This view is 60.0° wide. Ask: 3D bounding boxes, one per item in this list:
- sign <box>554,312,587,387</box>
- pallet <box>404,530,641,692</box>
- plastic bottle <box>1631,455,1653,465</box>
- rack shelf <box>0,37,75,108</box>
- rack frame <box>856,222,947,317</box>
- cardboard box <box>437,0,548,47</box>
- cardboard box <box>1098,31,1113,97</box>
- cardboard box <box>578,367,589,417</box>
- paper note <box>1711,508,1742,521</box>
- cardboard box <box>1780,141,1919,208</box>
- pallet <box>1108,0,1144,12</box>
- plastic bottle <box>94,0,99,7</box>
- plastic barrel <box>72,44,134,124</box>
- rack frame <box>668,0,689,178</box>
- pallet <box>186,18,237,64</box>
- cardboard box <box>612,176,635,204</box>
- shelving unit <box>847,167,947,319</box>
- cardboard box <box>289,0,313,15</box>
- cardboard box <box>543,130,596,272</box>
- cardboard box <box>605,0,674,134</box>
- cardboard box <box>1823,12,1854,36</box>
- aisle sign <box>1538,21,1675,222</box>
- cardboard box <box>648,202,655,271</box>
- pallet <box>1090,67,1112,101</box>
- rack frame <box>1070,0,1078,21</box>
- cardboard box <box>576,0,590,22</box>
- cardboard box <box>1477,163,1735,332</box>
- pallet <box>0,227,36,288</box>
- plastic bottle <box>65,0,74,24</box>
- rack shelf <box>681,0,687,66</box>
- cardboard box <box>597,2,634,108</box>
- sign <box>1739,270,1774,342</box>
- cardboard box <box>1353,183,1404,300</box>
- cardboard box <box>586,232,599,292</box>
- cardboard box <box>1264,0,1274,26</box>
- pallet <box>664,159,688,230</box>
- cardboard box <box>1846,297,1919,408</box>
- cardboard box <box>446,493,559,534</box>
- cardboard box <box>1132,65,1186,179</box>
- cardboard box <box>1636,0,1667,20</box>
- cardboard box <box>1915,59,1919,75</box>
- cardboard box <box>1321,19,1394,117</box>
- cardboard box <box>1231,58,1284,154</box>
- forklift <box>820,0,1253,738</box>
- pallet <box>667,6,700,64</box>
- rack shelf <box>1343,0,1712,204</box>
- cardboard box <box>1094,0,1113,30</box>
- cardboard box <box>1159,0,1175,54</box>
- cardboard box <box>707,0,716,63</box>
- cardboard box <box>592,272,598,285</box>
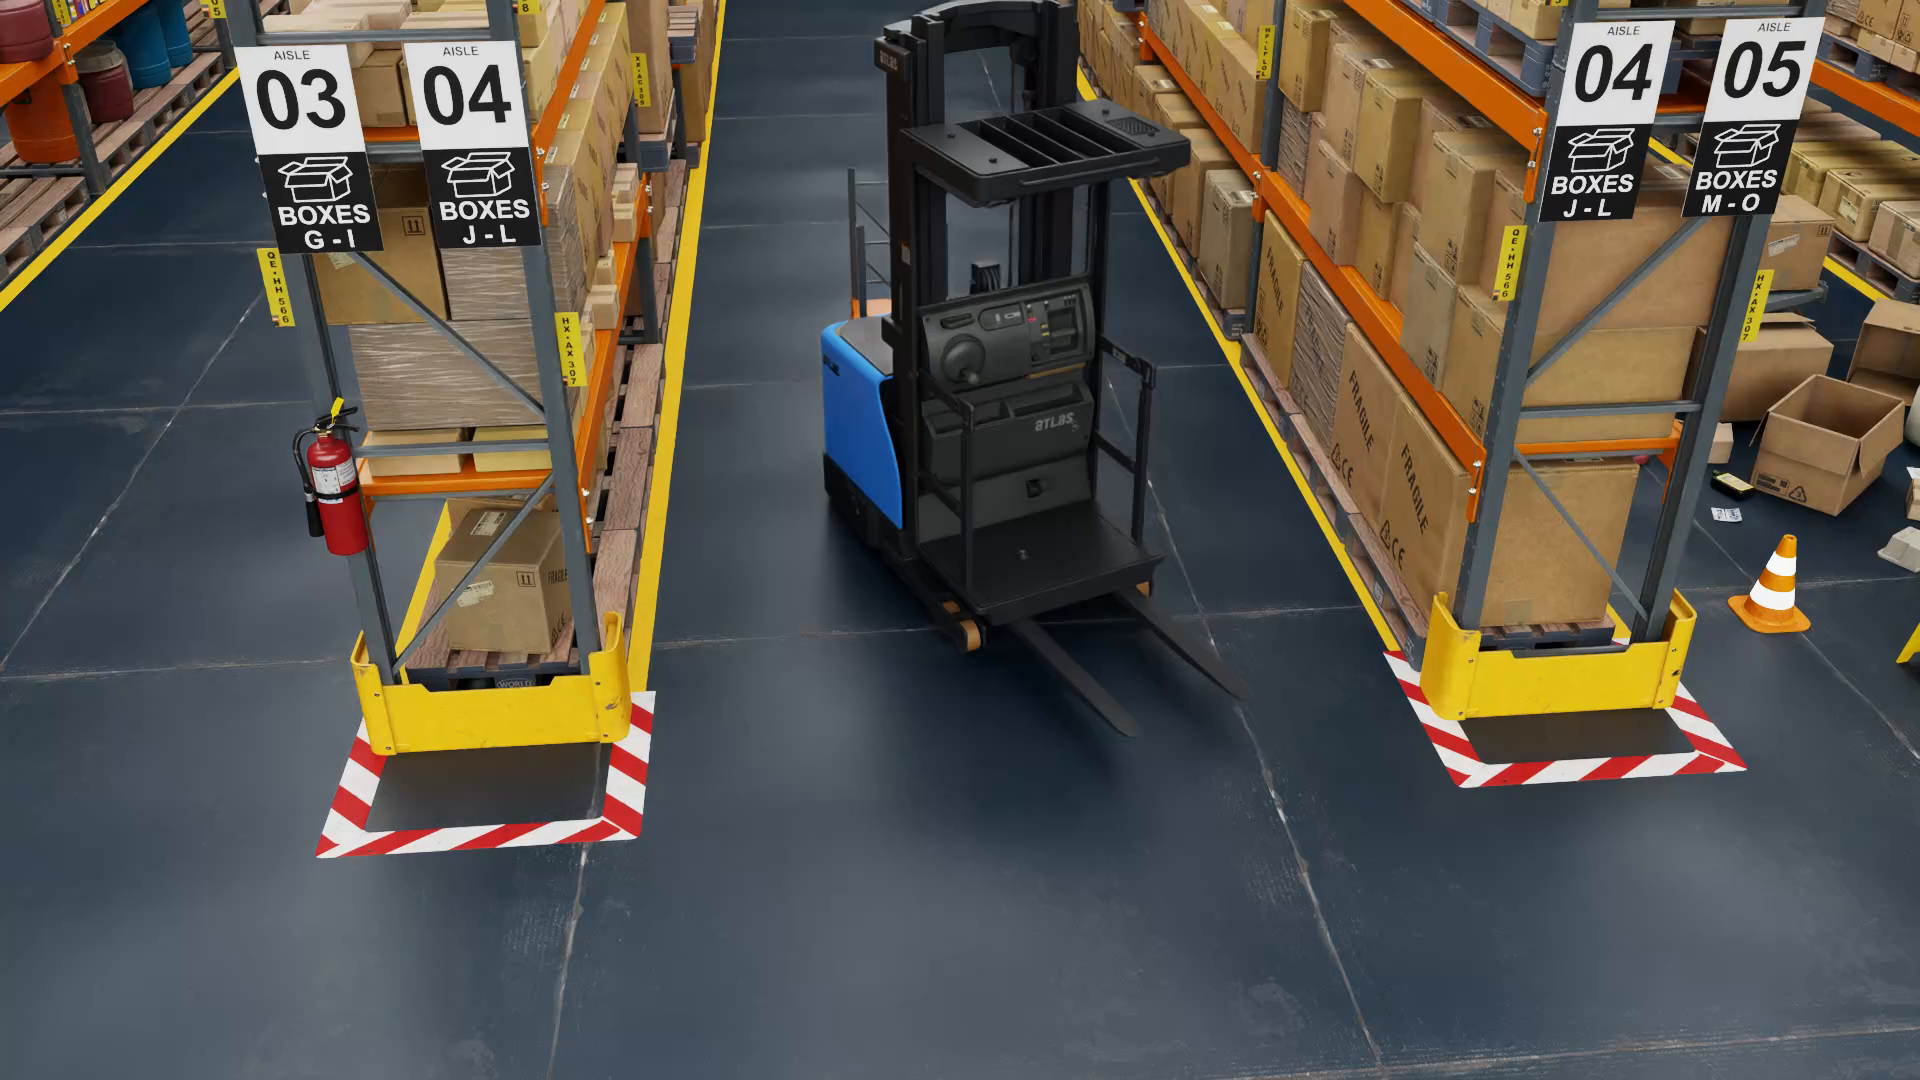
[{"bbox_3d":[-1.589,-0.775,6.778,0.100,0.325,0.005,-3,31,-5],"label":"sign"},{"bbox_3d":[-2.177,0.365,8.434,1.003,0.211,1.213,-3,31,-5],"label":"pallet"},{"bbox_3d":[4.030,-0.493,10.016,0.283,0.061,0.133,-14,33,-22],"label":"plastic bottle"},{"bbox_3d":[-7.621,-2.895,11.872,1.077,0.370,4.000,-3,31,-5],"label":"rack shelf"},{"bbox_3d":[-0.327,-1.115,9.655,0.500,1.500,0.032,-3,31,-5],"label":"rack frame"},{"bbox_3d":[-1.853,-2.061,6.607,0.380,0.149,0.250,-2,31,-4],"label":"cardboard box"},{"bbox_3d":[1.639,-4.613,16.076,0.500,0.500,0.500,-4,31,-7],"label":"cardboard box"},{"bbox_3d":[-1.931,-0.683,7.714,0.380,0.149,0.250,-3,31,-5],"label":"cardboard box"},{"bbox_3d":[4.366,-0.149,9.471,0.144,0.017,0.142,8,32,13],"label":"paper note"},{"bbox_3d":[7.175,-2.936,13.393,0.950,0.372,0.625,-2,31,-3],"label":"cardboard box"},{"bbox_3d":[1.898,-4.924,14.756,1.213,0.211,1.003,-3,31,-5],"label":"pallet"},{"bbox_3d":[-7.566,-4.740,14.455,0.097,0.201,0.097,0,31,0],"label":"plastic bottle"},{"bbox_3d":[-7.976,-4.195,15.290,0.600,0.588,0.708,-3,31,-5],"label":"plastic barrel"},{"bbox_3d":[-2.877,-4.462,13.795,1.000,3.000,0.127,-3,31,-5],"label":"rack frame"},{"bbox_3d":[-8.289,-5.443,18.157,1.003,0.211,1.213,-3,31,-5],"label":"pallet"},{"bbox_3d":[-2.176,-2.088,10.065,0.380,0.149,0.250,-3,31,-5],"label":"cardboard box"},{"bbox_3d":[-0.383,-1.379,10.096,0.587,1.500,1.083,-3,31,-5],"label":"shelving unit"},{"bbox_3d":[-2.508,-2.172,6.793,0.380,0.149,0.250,-4,31,-7],"label":"cardboard box"},{"bbox_3d":[-1.949,-1.527,7.518,0.500,0.500,0.500,-3,31,-5],"label":"cardboard box"},{"bbox_3d":[-2.438,-3.270,10.804,1.000,1.000,1.000,-3,31,-4],"label":"cardboard box"},{"bbox_3d":[6.938,-4.007,12.868,0.380,0.149,0.250,-2,31,-3],"label":"cardboard box"},{"bbox_3d":[2.526,-1.629,6.517,0.394,0.787,0.004,-3,31,-5],"label":"aisle sign"},{"bbox_3d":[-2.565,-2.094,11.840,0.700,0.500,0.500,-3,31,-5],"label":"cardboard box"},{"bbox_3d":[1.888,-4.471,16.530,1.003,0.211,1.213,-3,31,-5],"label":"pallet"},{"bbox_3d":[1.697,-6.690,17.525,1.000,3.000,0.127,-3,31,-5],"label":"rack frame"},{"bbox_3d":[-2.067,-2.641,7.967,0.500,0.250,0.500,-2,31,-3],"label":"cardboard box"},{"bbox_3d":[2.822,-1.283,7.273,0.875,0.550,0.550,-3,31,-5],"label":"cardboard box"},{"bbox_3d":[-7.664,-2.008,12.407,1.003,0.211,1.213,-3,31,-5],"label":"pallet"},{"bbox_3d":[-7.510,-4.466,13.927,0.097,0.271,0.097,0,31,0],"label":"plastic bottle"},{"bbox_3d":[-3.064,-5.174,15.689,1.077,0.370,4.000,-3,31,-5],"label":"rack shelf"},{"bbox_3d":[-2.187,-2.803,9.655,0.500,0.500,0.500,-3,31,-5],"label":"cardboard box"},{"bbox_3d":[3.371,-0.993,7.065,0.100,0.325,0.005,-3,31,-5],"label":"sign"},{"bbox_3d":[2.647,-1.655,8.950,0.875,0.550,0.500,-3,31,-5],"label":"cardboard box"},{"bbox_3d":[-2.358,-1.593,8.604,0.875,0.500,0.500,-3,31,-5],"label":"cardboard box"},{"bbox_3d":[2.392,-3.331,10.829,0.700,0.500,0.500,-3,31,-5],"label":"cardboard box"},{"bbox_3d":[-2.805,-2.866,13.842,1.003,0.211,1.213,-3,31,-5],"label":"pallet"},{"bbox_3d":[6.109,-1.210,10.786,0.500,0.500,0.500,20,36,29],"label":"cardboard box"},{"bbox_3d":[-2.261,-0.108,8.533,0.500,0.500,0.500,5,31,8],"label":"cardboard box"},{"bbox_3d":[2.038,-3.547,14.048,1.050,0.750,0.750,-3,31,-5],"label":"cardboard box"},{"bbox_3d":[3.081,-2.287,6.967,0.380,0.149,0.250,-2,31,-4],"label":"cardboard box"},{"bbox_3d":[7.034,-3.352,11.772,0.380,0.149,0.250,-4,31,-6],"label":"cardboard box"},{"bbox_3d":[2.612,-2.668,9.593,0.875,0.550,0.550,-3,31,-5],"label":"cardboard box"},{"bbox_3d":[2.130,-2.902,11.086,0.500,0.500,0.500,-3,31,-5],"label":"cardboard box"},{"bbox_3d":[0.347,-0.960,7.998,1.130,2.935,3.031,-15,34,-23],"label":"forklift"},{"bbox_3d":[-2.704,-4.021,13.243,1.213,0.211,1.003,-3,31,-5],"label":"pallet"},{"bbox_3d":[2.631,-2.563,8.393,1.077,0.370,4.000,-3,31,-5],"label":"rack shelf"},{"bbox_3d":[1.599,-5.197,16.322,0.500,0.250,0.500,-2,31,-3],"label":"cardboard box"},{"bbox_3d":[1.894,-4.189,13.241,0.500,0.500,0.500,-3,31,-5],"label":"cardboard box"},{"bbox_3d":[-3.171,-5.446,17.105,1.225,0.875,0.875,-3,31,-4],"label":"cardboard box"},{"bbox_3d":[-2.118,-1.318,8.777,0.380,0.149,0.250,-3,31,-5],"label":"cardboard box"}]
